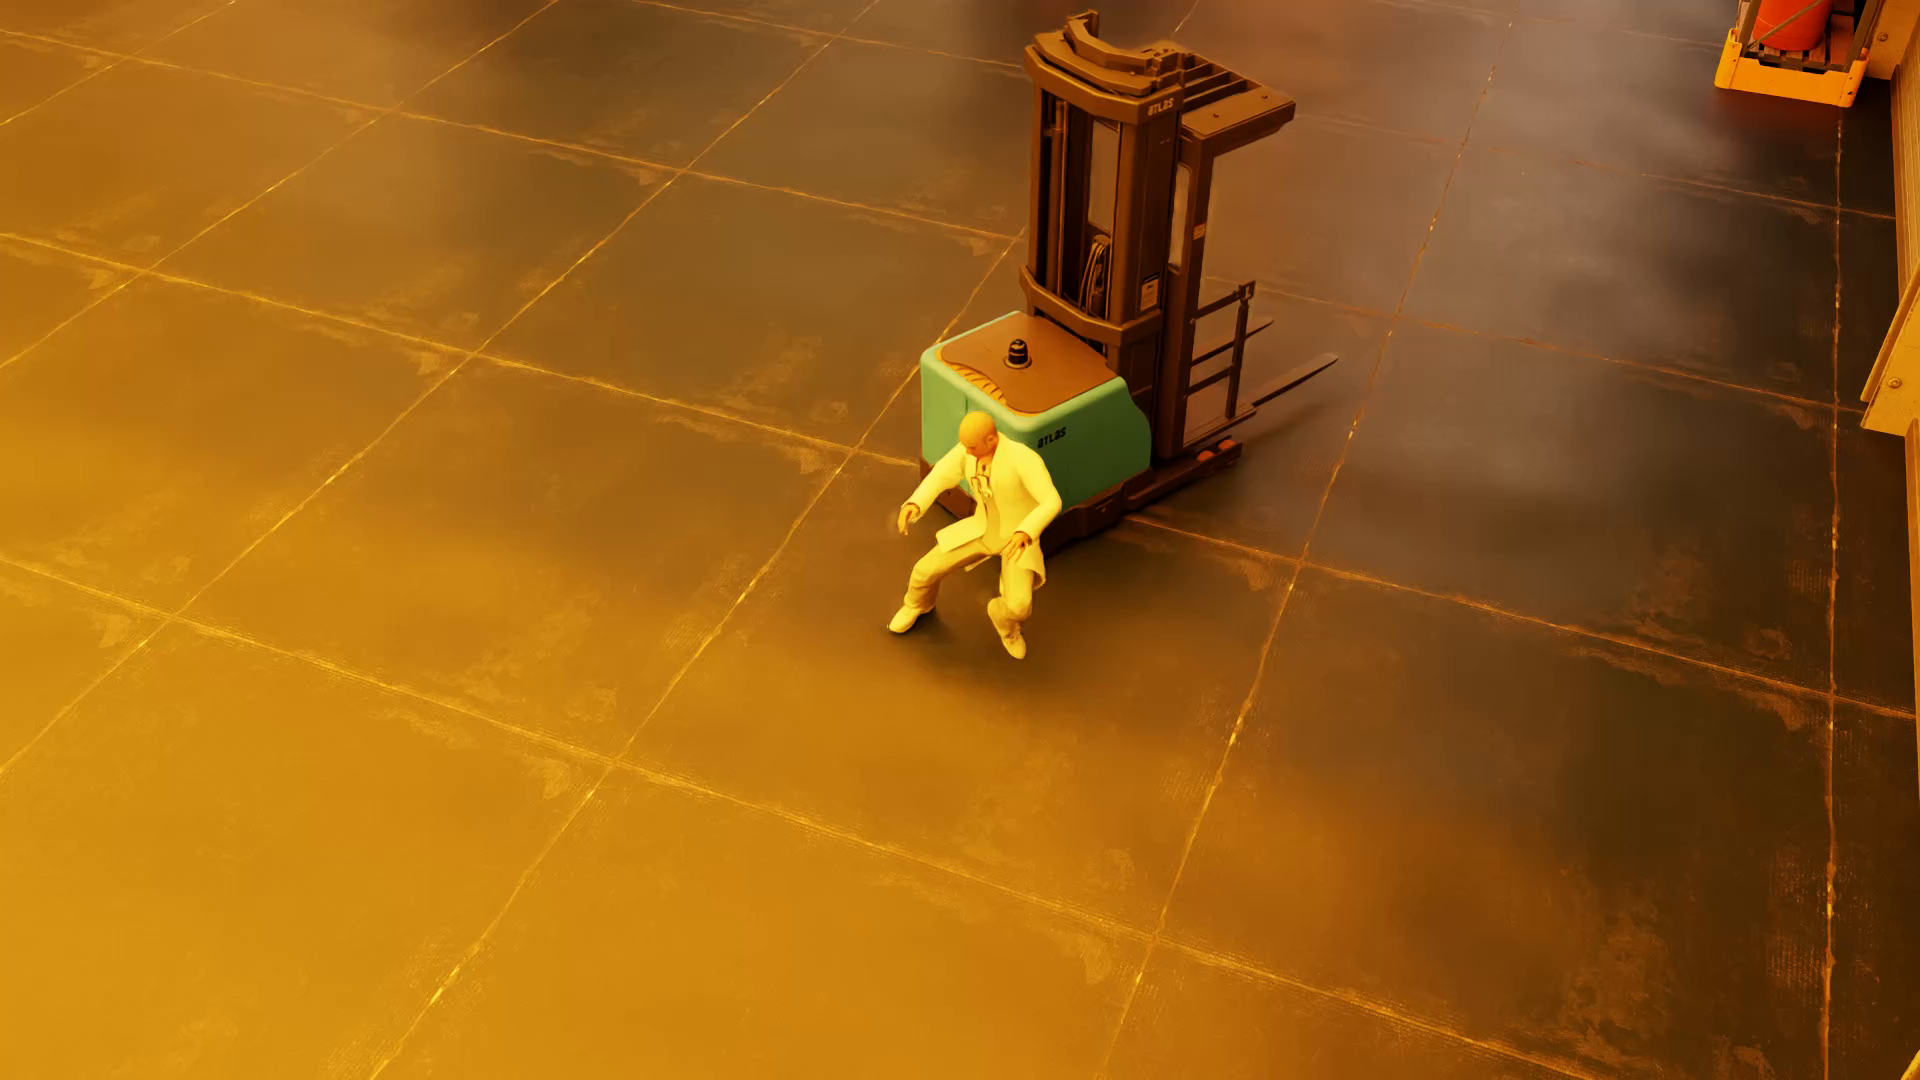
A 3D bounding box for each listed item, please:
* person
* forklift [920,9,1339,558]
[{"bbox_3d":[0.066,0.023,9.080,0.957,1.513,0.820,28,47,29],"label":"person"},{"bbox_3d":[1.217,-1.777,10.130,3.031,2.935,1.130,-27,47,-28],"label":"forklift"}]
